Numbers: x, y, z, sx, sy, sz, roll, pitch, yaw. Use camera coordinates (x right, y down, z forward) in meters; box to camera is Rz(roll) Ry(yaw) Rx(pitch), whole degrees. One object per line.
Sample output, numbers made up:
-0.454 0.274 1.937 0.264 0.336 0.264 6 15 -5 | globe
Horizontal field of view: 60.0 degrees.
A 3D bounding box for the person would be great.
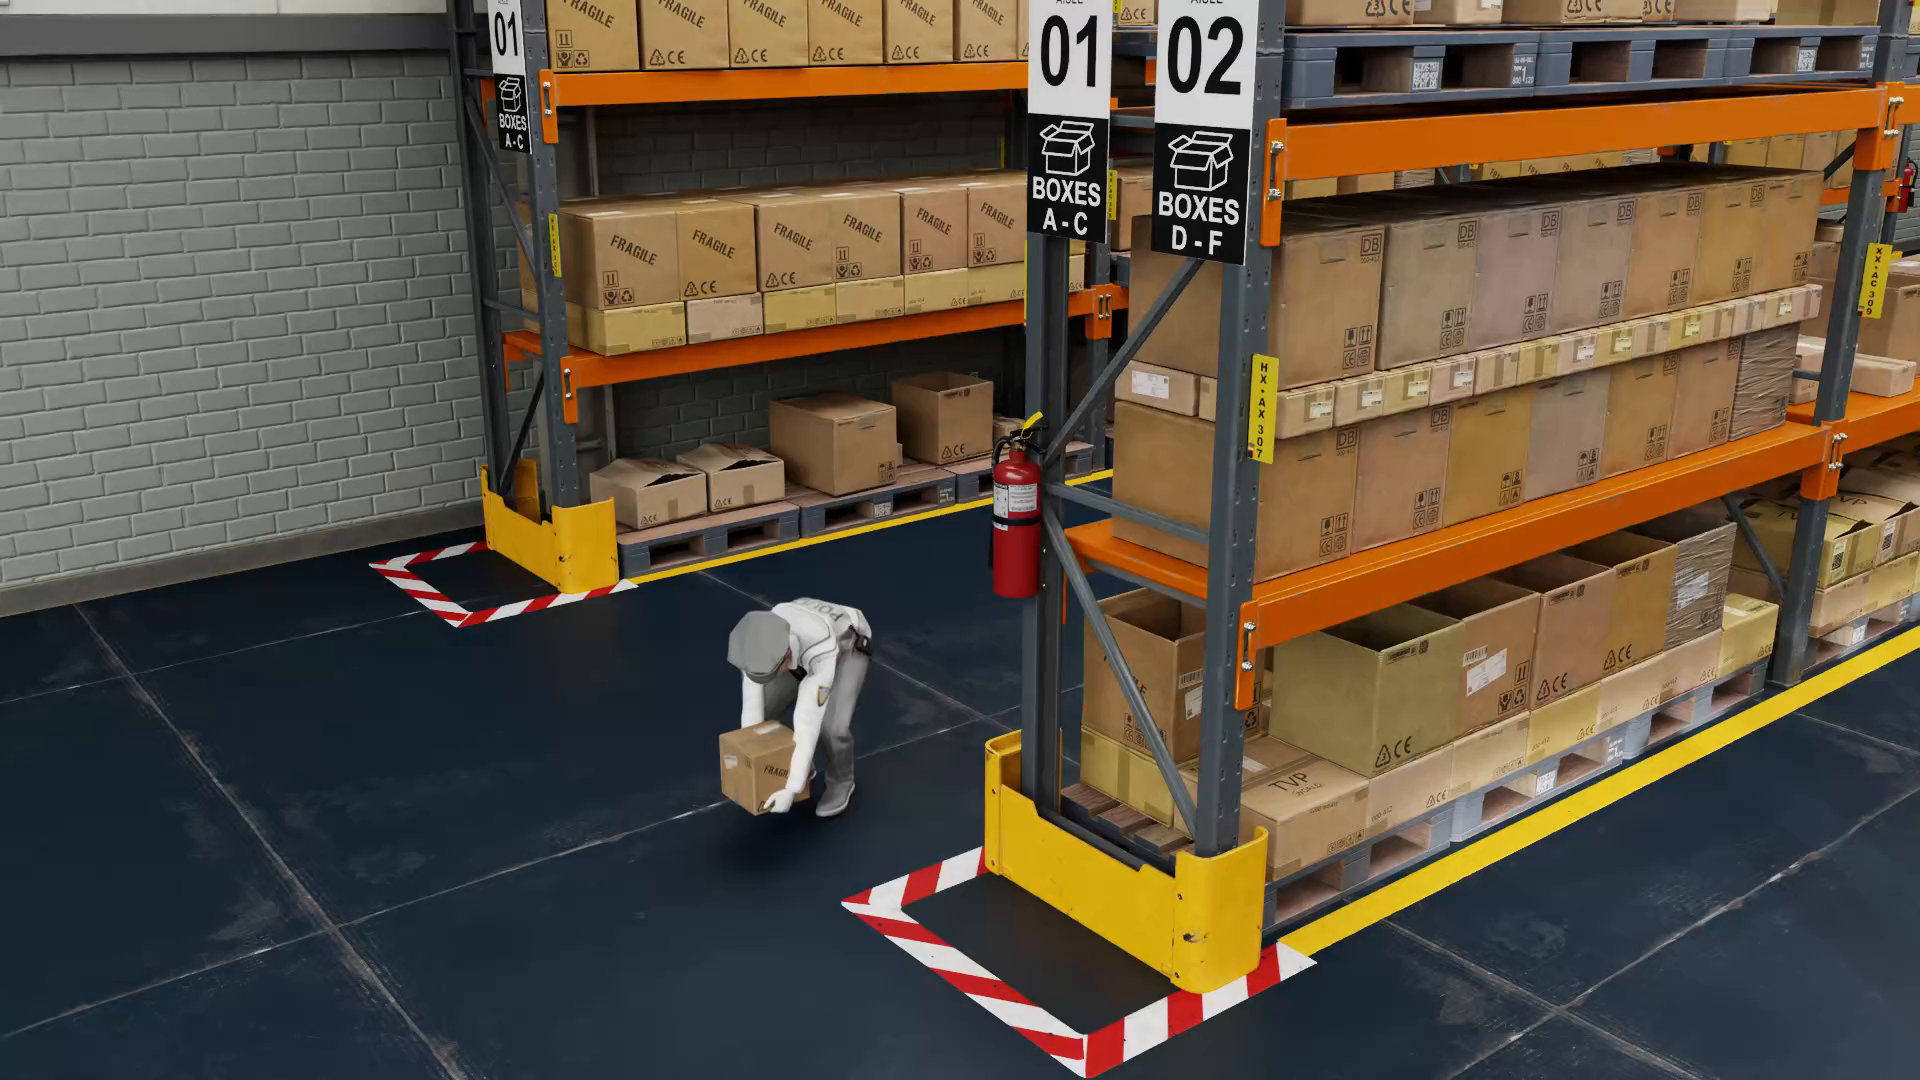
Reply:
-0.650 0.649 6.668 0.454 0.974 0.908 6 19 19 | person
